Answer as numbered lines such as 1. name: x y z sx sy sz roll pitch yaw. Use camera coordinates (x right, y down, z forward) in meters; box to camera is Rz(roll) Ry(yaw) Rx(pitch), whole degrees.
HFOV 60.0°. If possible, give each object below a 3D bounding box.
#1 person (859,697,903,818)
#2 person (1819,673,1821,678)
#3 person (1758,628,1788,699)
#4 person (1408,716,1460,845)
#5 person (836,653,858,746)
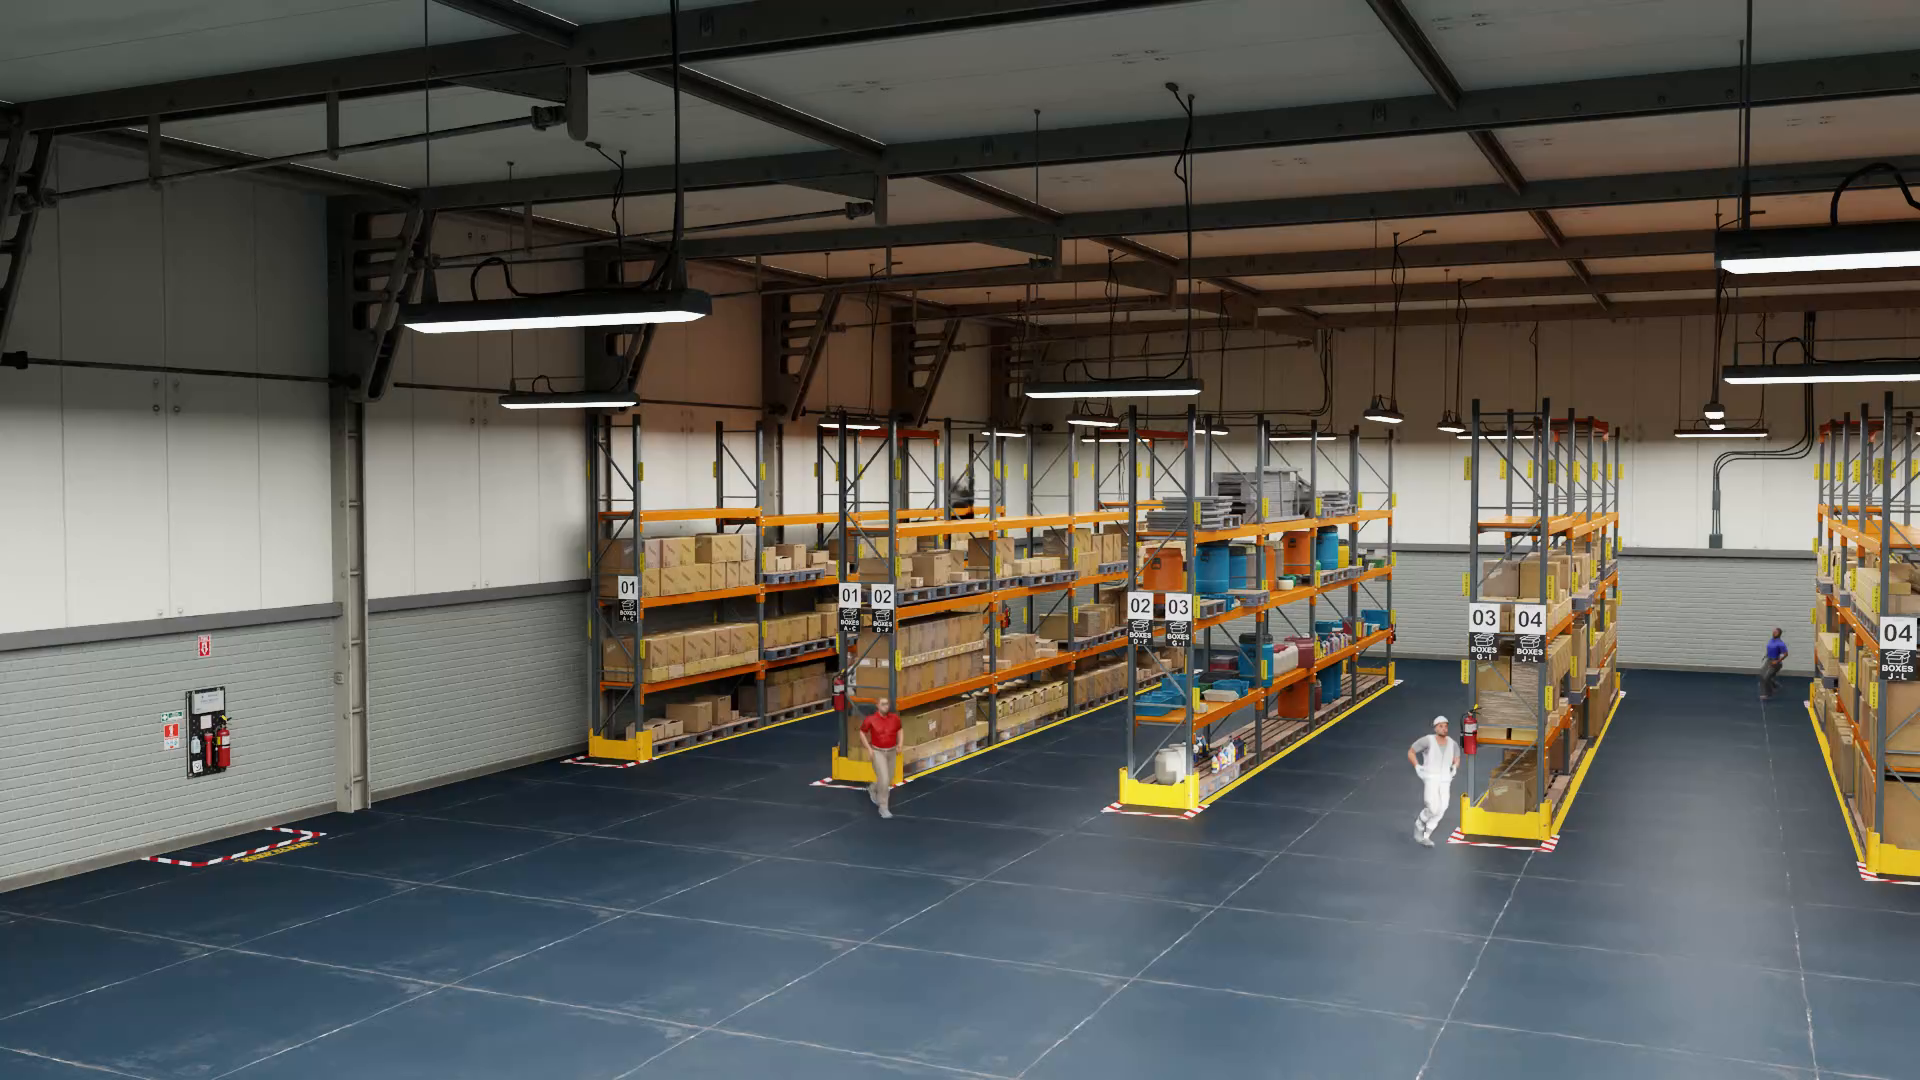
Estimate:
1. person: -1.150 3.156 24.331 0.665 1.755 0.772 -1 3 -30
2. person: 19.022 2.654 36.277 0.532 1.724 0.749 1 2 20
3. person: 17.868 2.709 36.398 0.540 1.590 0.625 0 2 -10
4. person: 6.365 3.211 22.132 0.679 1.732 0.517 0 2 -8
5. person: -2.052 2.898 30.581 0.624 1.664 0.885 1 2 17
